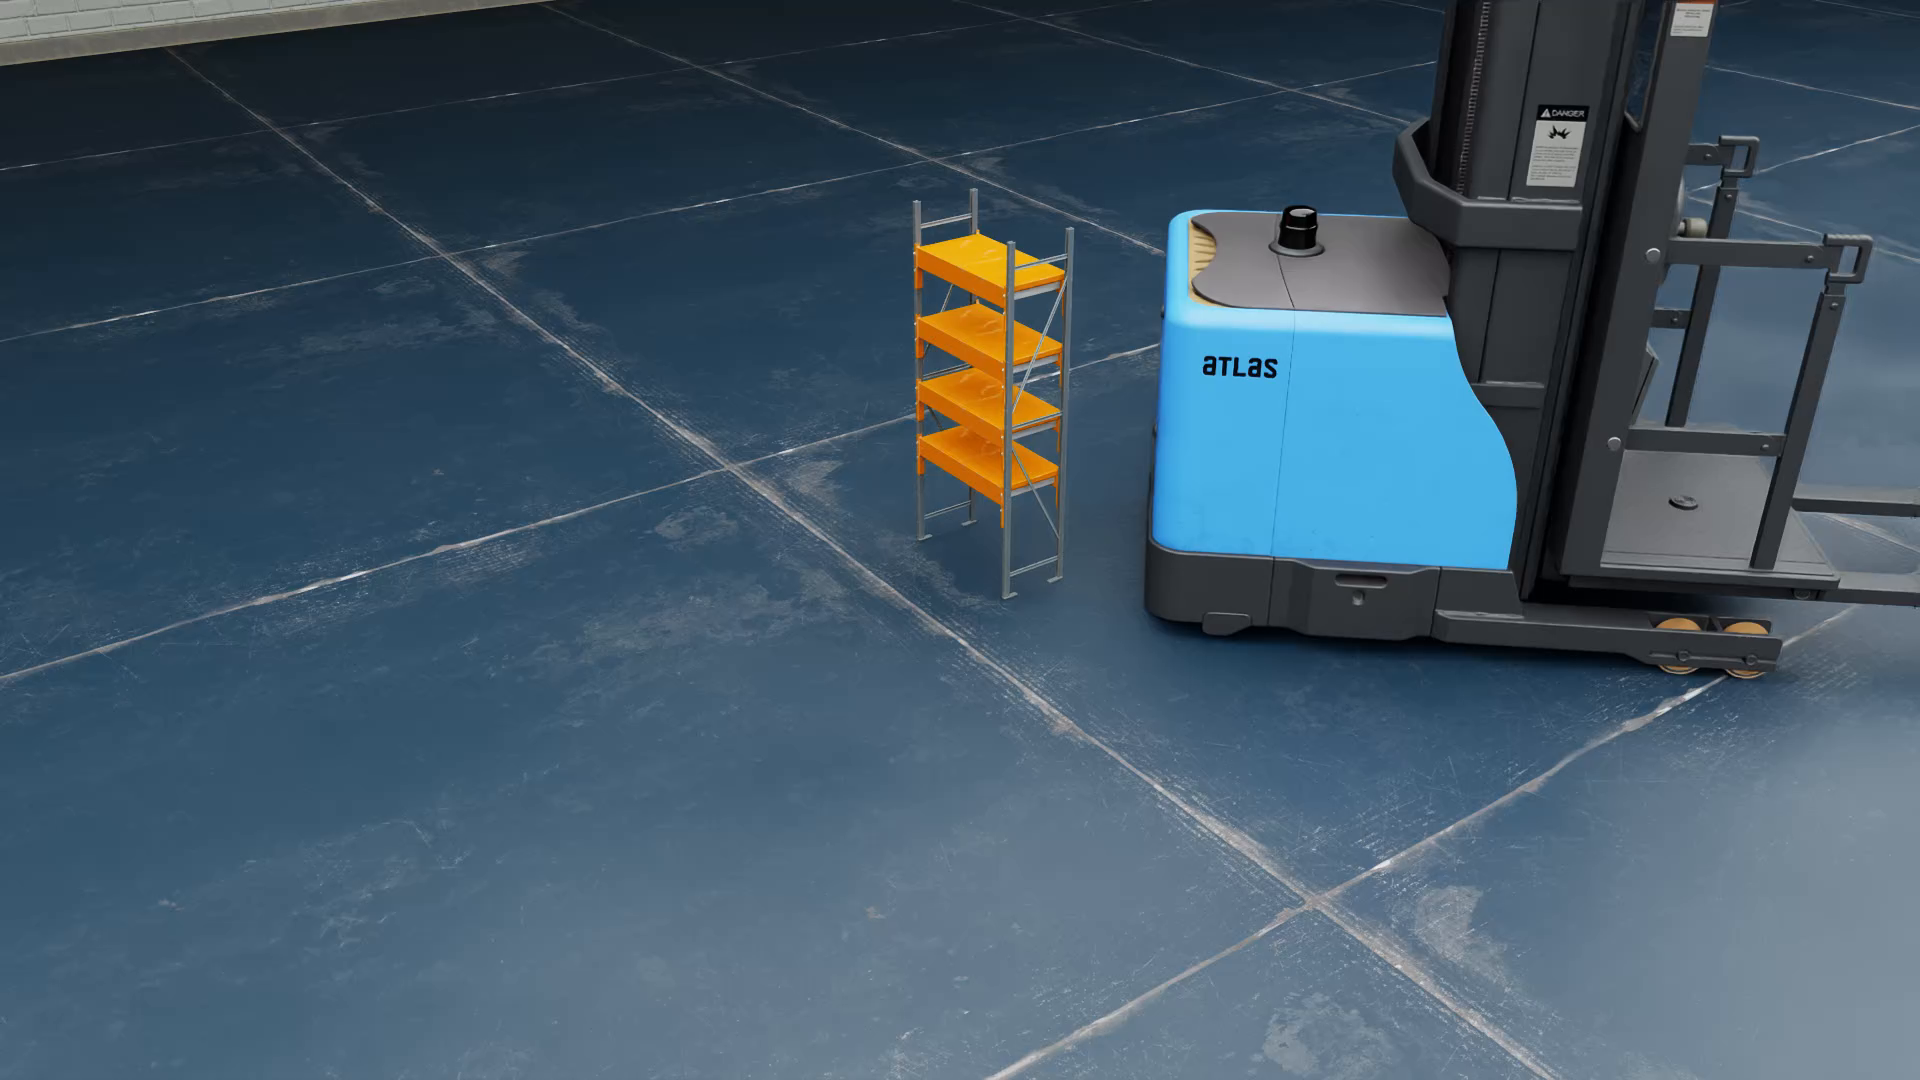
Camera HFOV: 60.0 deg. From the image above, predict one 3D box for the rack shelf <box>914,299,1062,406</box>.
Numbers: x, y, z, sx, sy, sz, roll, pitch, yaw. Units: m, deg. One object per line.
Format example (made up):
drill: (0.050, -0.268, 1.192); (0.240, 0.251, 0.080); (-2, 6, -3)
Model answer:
rack shelf: (0.096, -0.600, 5.271); (0.258, 0.148, 0.480); (-19, 34, -31)

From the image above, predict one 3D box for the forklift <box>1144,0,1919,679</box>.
forklift: (2.134, -1.142, 4.782); (3.031, 2.935, 1.130); (3, 29, 6)

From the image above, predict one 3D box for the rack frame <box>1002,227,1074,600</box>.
rack frame: (0.238, -0.368, 5.170); (0.240, 1.200, 0.015); (-19, 34, -31)

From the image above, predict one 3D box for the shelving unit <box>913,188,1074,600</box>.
shelving unit: (0.096, -0.463, 5.345); (0.258, 1.200, 0.503); (-19, 34, -31)

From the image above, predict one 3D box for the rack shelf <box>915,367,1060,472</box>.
rack shelf: (0.096, -0.404, 5.377); (0.258, 0.148, 0.480); (-19, 34, -31)

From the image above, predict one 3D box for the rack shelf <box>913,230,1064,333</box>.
rack shelf: (0.096, -0.808, 5.158); (0.258, 0.148, 0.480); (-19, 34, -31)

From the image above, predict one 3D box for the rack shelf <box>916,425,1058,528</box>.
rack shelf: (0.096, -0.229, 5.472); (0.258, 0.148, 0.480); (-19, 34, -31)

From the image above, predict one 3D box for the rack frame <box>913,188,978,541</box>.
rack frame: (-0.046, -0.558, 5.520); (0.240, 1.200, 0.015); (-19, 34, -31)
